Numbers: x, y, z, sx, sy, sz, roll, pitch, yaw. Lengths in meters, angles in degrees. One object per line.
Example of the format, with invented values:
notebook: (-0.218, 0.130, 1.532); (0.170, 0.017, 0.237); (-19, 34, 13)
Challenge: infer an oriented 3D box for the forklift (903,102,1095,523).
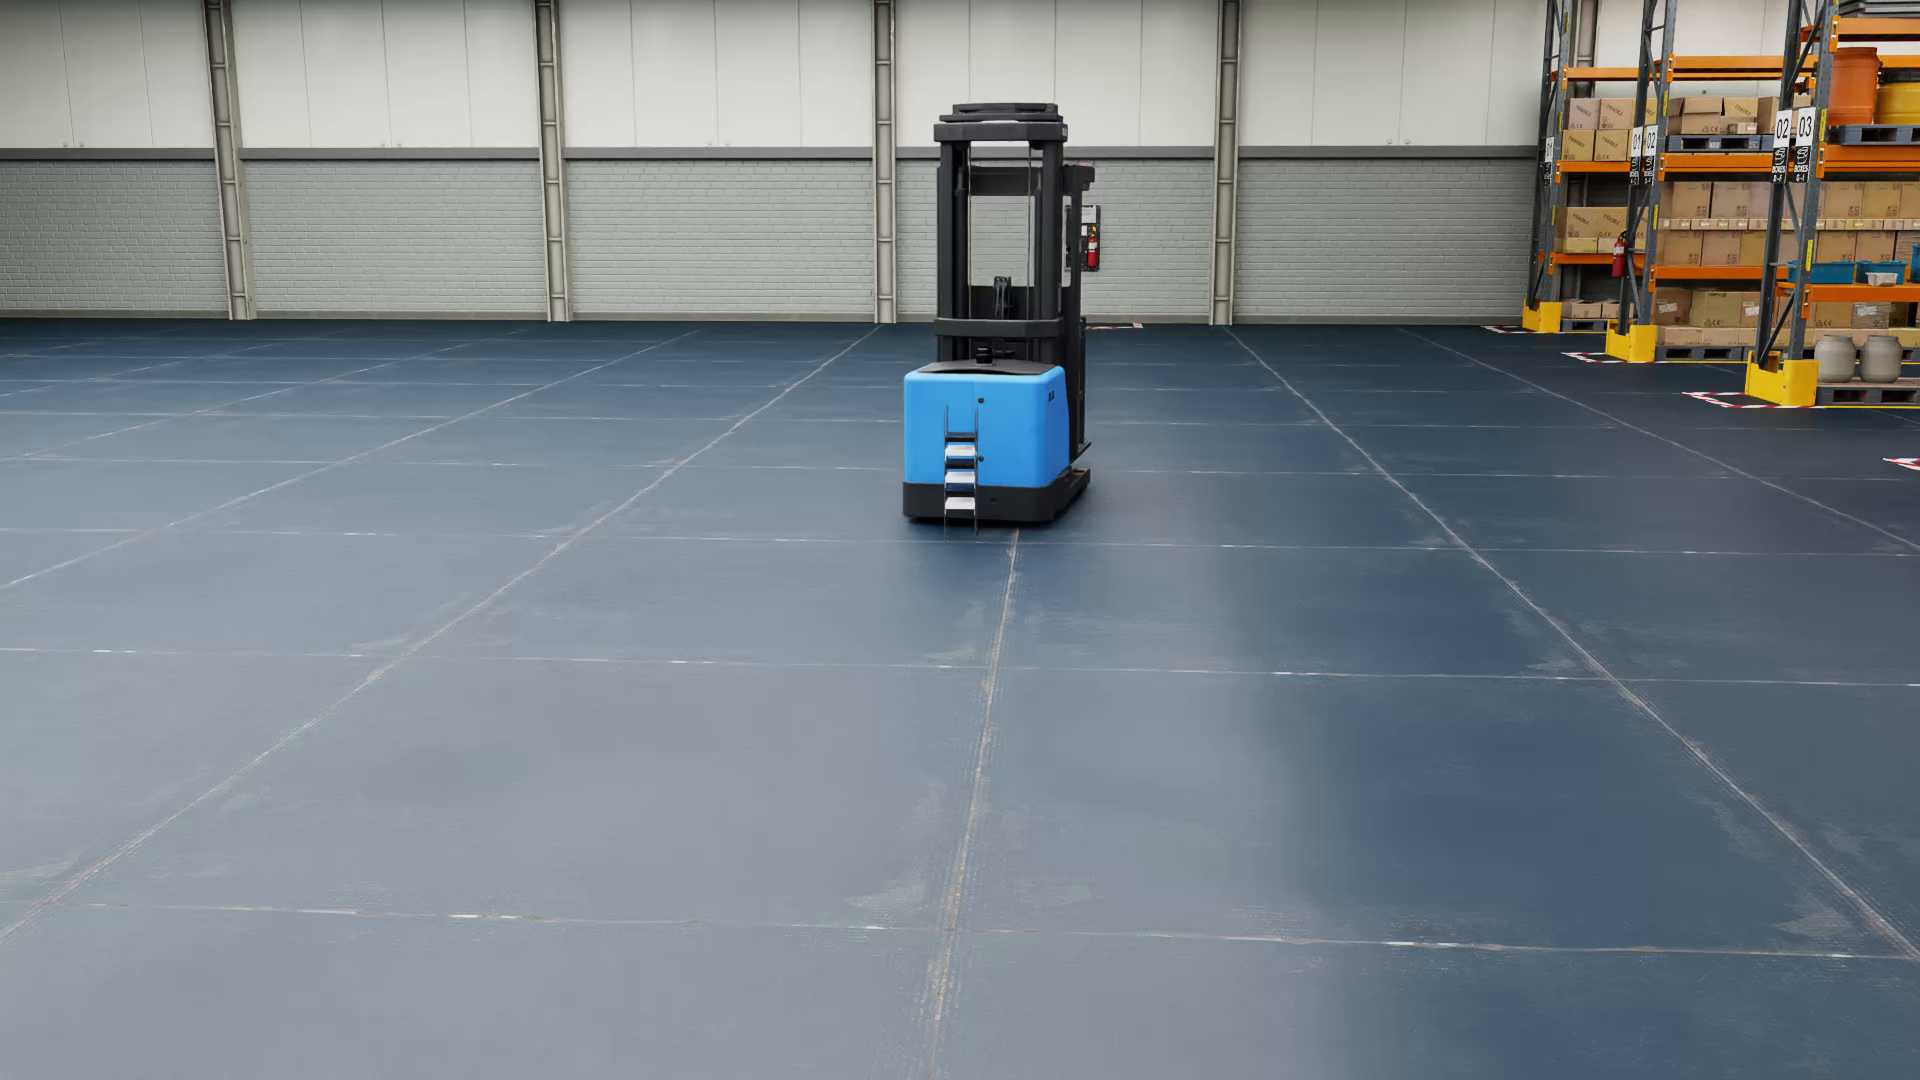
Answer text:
forklift: (0.421, -1.813, 12.779); (1.130, 2.935, 3.031); (3, 12, 13)

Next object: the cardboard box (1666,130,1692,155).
cardboard box: (11.786, -6.525, 27.514); (0.500, 0.500, 0.500); (2, 12, 7)

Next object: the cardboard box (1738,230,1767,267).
cardboard box: (11.038, -4.091, 23.255); (0.500, 0.500, 0.700); (1, 12, 4)

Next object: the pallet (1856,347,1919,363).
pallet: (12.755, -2.665, 23.493); (1.213, 0.211, 1.003); (1, 12, 4)

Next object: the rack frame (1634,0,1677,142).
rack frame: (9.554, -7.002, 22.762); (0.127, 3.000, 1.000); (1, 12, 4)

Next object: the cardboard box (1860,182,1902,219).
cardboard box: (12.598, -4.706, 23.026); (0.500, 0.500, 0.700); (1, 12, 4)

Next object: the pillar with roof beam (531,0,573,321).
pillar with roof beam: (-7.610, -7.548, 25.372); (0.400, 9.000, 9.100); (1, 12, 4)

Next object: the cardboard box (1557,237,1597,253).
cardboard box: (10.347, -4.942, 27.885); (0.500, 0.250, 0.500); (0, 12, 2)

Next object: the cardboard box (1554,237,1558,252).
cardboard box: (10.361, -5.047, 28.386); (0.500, 0.250, 0.500); (1, 12, 5)

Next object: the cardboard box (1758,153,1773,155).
cardboard box: (13.350, -6.506, 27.425); (0.500, 0.500, 0.500); (1, 12, 5)

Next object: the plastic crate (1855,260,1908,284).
plastic crate: (10.386, -3.025, 18.765); (0.408, 0.251, 0.499); (1, 12, 4)

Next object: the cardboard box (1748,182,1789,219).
cardboard box: (11.100, -4.727, 23.125); (0.500, 0.500, 0.700); (1, 12, 4)

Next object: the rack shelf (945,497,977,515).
rack shelf: (0.008, -0.232, 11.219); (0.200, 0.077, 0.258); (1, 12, 4)

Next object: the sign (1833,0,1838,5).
sign: (9.178, -5.775, 17.409); (0.005, 0.325, 0.100); (1, 12, 4)

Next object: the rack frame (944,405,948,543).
rack frame: (-0.093, -0.442, 11.182); (0.006, 0.900, 0.240); (1, 12, 4)

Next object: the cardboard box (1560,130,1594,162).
cardboard box: (10.198, -6.549, 27.629); (0.500, 0.500, 0.500); (1, 12, 5)

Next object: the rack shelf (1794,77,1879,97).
rack shelf: (15.868, -7.384, 27.322); (4.000, 0.370, 1.077); (1, 12, 4)

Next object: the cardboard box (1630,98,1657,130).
cardboard box: (11.259, -7.017, 27.425); (0.500, 0.500, 0.500); (1, 12, 5)

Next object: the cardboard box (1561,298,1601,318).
cardboard box: (10.566, -3.949, 28.311); (0.500, 0.311, 0.500); (-1, 12, -3)

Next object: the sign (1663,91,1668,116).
sign: (9.511, -5.887, 22.430); (0.005, 0.325, 0.100); (1, 12, 4)

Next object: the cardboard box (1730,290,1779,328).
cardboard box: (11.073, -3.228, 23.234); (0.500, 0.500, 0.500); (1, 12, 4)

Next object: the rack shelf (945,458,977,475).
rack shelf: (0.008, -0.496, 11.164); (0.200, 0.077, 0.258); (1, 12, 4)

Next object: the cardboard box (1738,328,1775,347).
cardboard box: (11.072, -2.859, 23.300); (0.500, 0.250, 0.500); (1, 12, 4)

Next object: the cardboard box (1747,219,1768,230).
cardboard box: (10.961, -4.368, 22.997); (0.250, 0.149, 0.380); (0, 12, 2)

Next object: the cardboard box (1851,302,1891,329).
cardboard box: (12.570, -3.208, 23.137); (0.500, 0.500, 0.500); (1, 12, 4)

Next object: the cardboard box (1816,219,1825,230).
cardboard box: (11.728, -4.358, 22.945); (0.250, 0.149, 0.380); (1, 12, 6)

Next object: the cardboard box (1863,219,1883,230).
cardboard box: (12.489, -4.347, 22.895); (0.250, 0.149, 0.380); (1, 12, 4)

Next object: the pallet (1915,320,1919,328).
pallet: (15.870, -3.631, 28.111); (1.213, 0.211, 1.003); (1, 12, 4)

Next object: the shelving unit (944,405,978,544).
shelving unit: (0.008, -0.440, 11.175); (0.210, 0.900, 0.258); (1, 12, 4)

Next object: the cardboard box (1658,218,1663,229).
cardboard box: (9.948, -4.465, 23.460); (0.250, 0.149, 0.380); (1, 12, 3)

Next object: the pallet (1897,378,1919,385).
pallet: (11.323, -1.668, 18.724); (1.213, 0.211, 1.003); (1, 12, 4)

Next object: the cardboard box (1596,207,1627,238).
cardboard box: (10.830, -5.304, 27.784); (0.500, 0.500, 0.500); (1, 12, 4)

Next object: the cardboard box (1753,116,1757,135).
cardboard box: (11.276, -5.794, 23.166); (0.500, 0.311, 0.500); (2, 12, 10)

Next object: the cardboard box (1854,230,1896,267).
cardboard box: (12.575, -4.070, 23.155); (0.500, 0.500, 0.700); (1, 12, 3)

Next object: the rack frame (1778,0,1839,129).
rack frame: (9.219, -5.990, 17.924); (0.127, 3.000, 1.000); (1, 12, 4)

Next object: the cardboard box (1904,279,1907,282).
cardboard box: (15.567, -4.363, 27.999); (0.500, 0.250, 0.500); (0, 12, 2)

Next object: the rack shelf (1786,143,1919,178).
rack shelf: (11.215, -4.142, 18.174); (4.000, 0.370, 1.077); (1, 12, 4)

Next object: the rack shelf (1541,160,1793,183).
rack shelf: (11.877, -6.166, 27.850); (4.000, 0.370, 1.077); (1, 12, 4)

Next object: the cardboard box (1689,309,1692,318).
cardboard box: (12.278, -3.868, 28.323); (0.250, 0.149, 0.380); (0, 12, -1)

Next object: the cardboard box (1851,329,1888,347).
cardboard box: (12.570, -2.841, 23.212); (0.500, 0.250, 0.500); (1, 12, 4)

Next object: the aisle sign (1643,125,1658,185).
aisle sign: (9.468, -5.276, 22.815); (0.004, 0.787, 0.394); (1, 12, 4)

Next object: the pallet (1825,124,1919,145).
pallet: (10.038, -4.398, 18.101); (1.213, 0.211, 1.003); (1, 12, 4)

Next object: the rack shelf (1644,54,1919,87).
rack shelf: (11.550, -6.426, 22.745); (4.000, 0.370, 1.077); (1, 12, 4)

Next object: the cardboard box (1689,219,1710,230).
cardboard box: (10.195, -4.379, 23.049); (0.250, 0.149, 0.380); (0, 12, 2)

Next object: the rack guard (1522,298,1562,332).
rack guard: (9.957, -3.853, 28.465); (0.348, 0.500, 1.175); (1, 12, 4)

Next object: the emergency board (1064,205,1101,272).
emergency board: (2.188, -5.368, 29.604); (0.643, 1.169, 0.194); (1, 12, 4)

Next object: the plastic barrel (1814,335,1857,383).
plastic barrel: (9.881, -2.048, 18.782); (0.421, 0.512, 0.421); (0, 12, 0)

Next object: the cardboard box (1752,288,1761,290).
cardboard box: (11.607, -3.328, 23.708); (0.500, 0.500, 0.500); (1, 12, 4)

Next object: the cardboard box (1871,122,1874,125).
cardboard box: (12.323, -5.590, 22.588); (0.250, 0.149, 0.380); (1, 12, 4)

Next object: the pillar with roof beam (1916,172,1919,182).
pillar with roof beam: (16.337, -7.219, 23.802); (0.400, 9.000, 9.100); (1, 12, 4)

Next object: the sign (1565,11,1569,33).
sign: (9.845, -8.399, 26.966); (0.005, 0.325, 0.100); (1, 12, 4)

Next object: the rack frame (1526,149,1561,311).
rack frame: (9.881, -5.077, 28.214); (0.127, 3.000, 1.000); (1, 12, 4)
